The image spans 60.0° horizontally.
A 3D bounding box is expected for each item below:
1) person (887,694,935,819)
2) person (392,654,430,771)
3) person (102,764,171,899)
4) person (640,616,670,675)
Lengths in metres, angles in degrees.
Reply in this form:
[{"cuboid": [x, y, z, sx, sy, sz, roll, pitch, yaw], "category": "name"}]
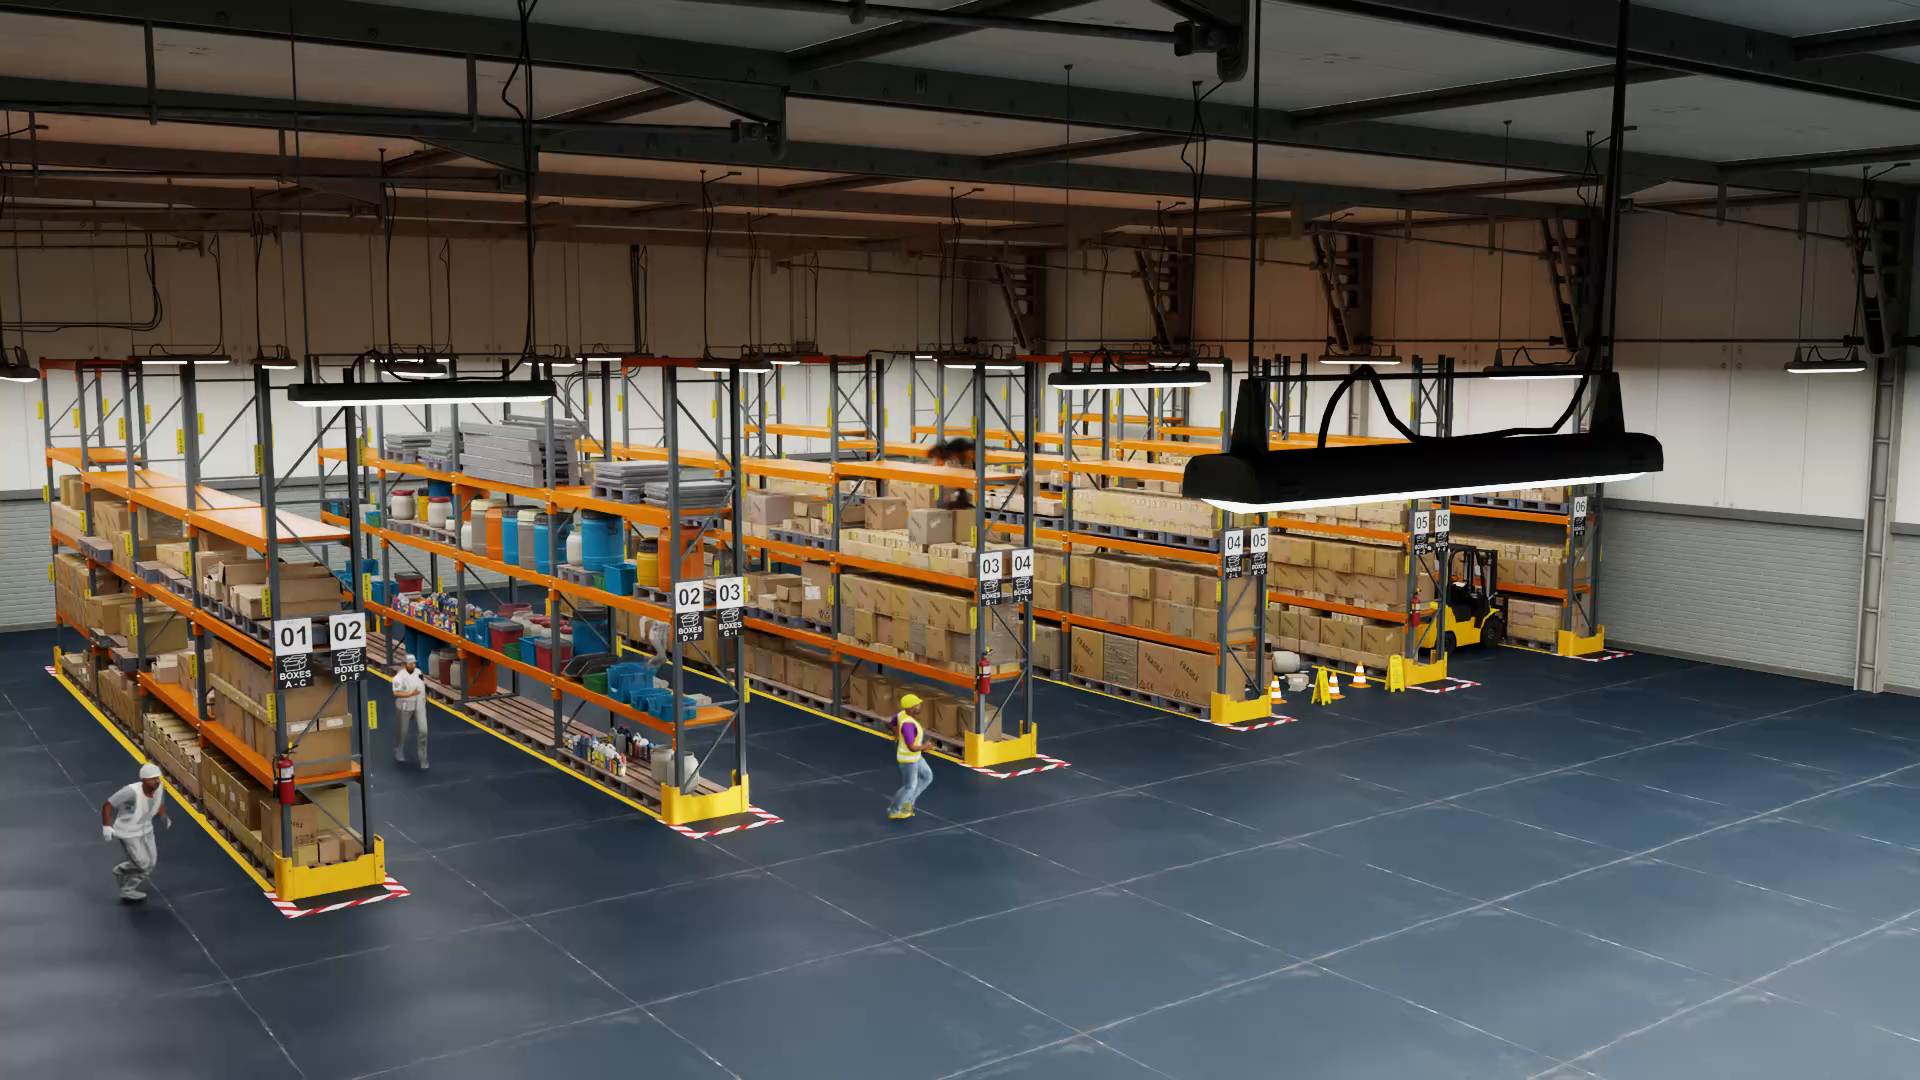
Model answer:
[{"cuboid": [-0.647, 2.867, 21.837, 0.639, 1.734, 0.676, 0, 7, 0], "category": "person"}, {"cuboid": [-8.199, 2.532, 24.753, 0.564, 1.712, 0.854, -6, 9, -39], "category": "person"}, {"cuboid": [-9.225, 3.279, 18.637, 0.770, 1.594, 0.690, 3, 7, 22], "category": "person"}, {"cuboid": [-5.535, 1.854, 30.720, 0.685, 1.614, 0.606, 6, 9, 41], "category": "person"}]
